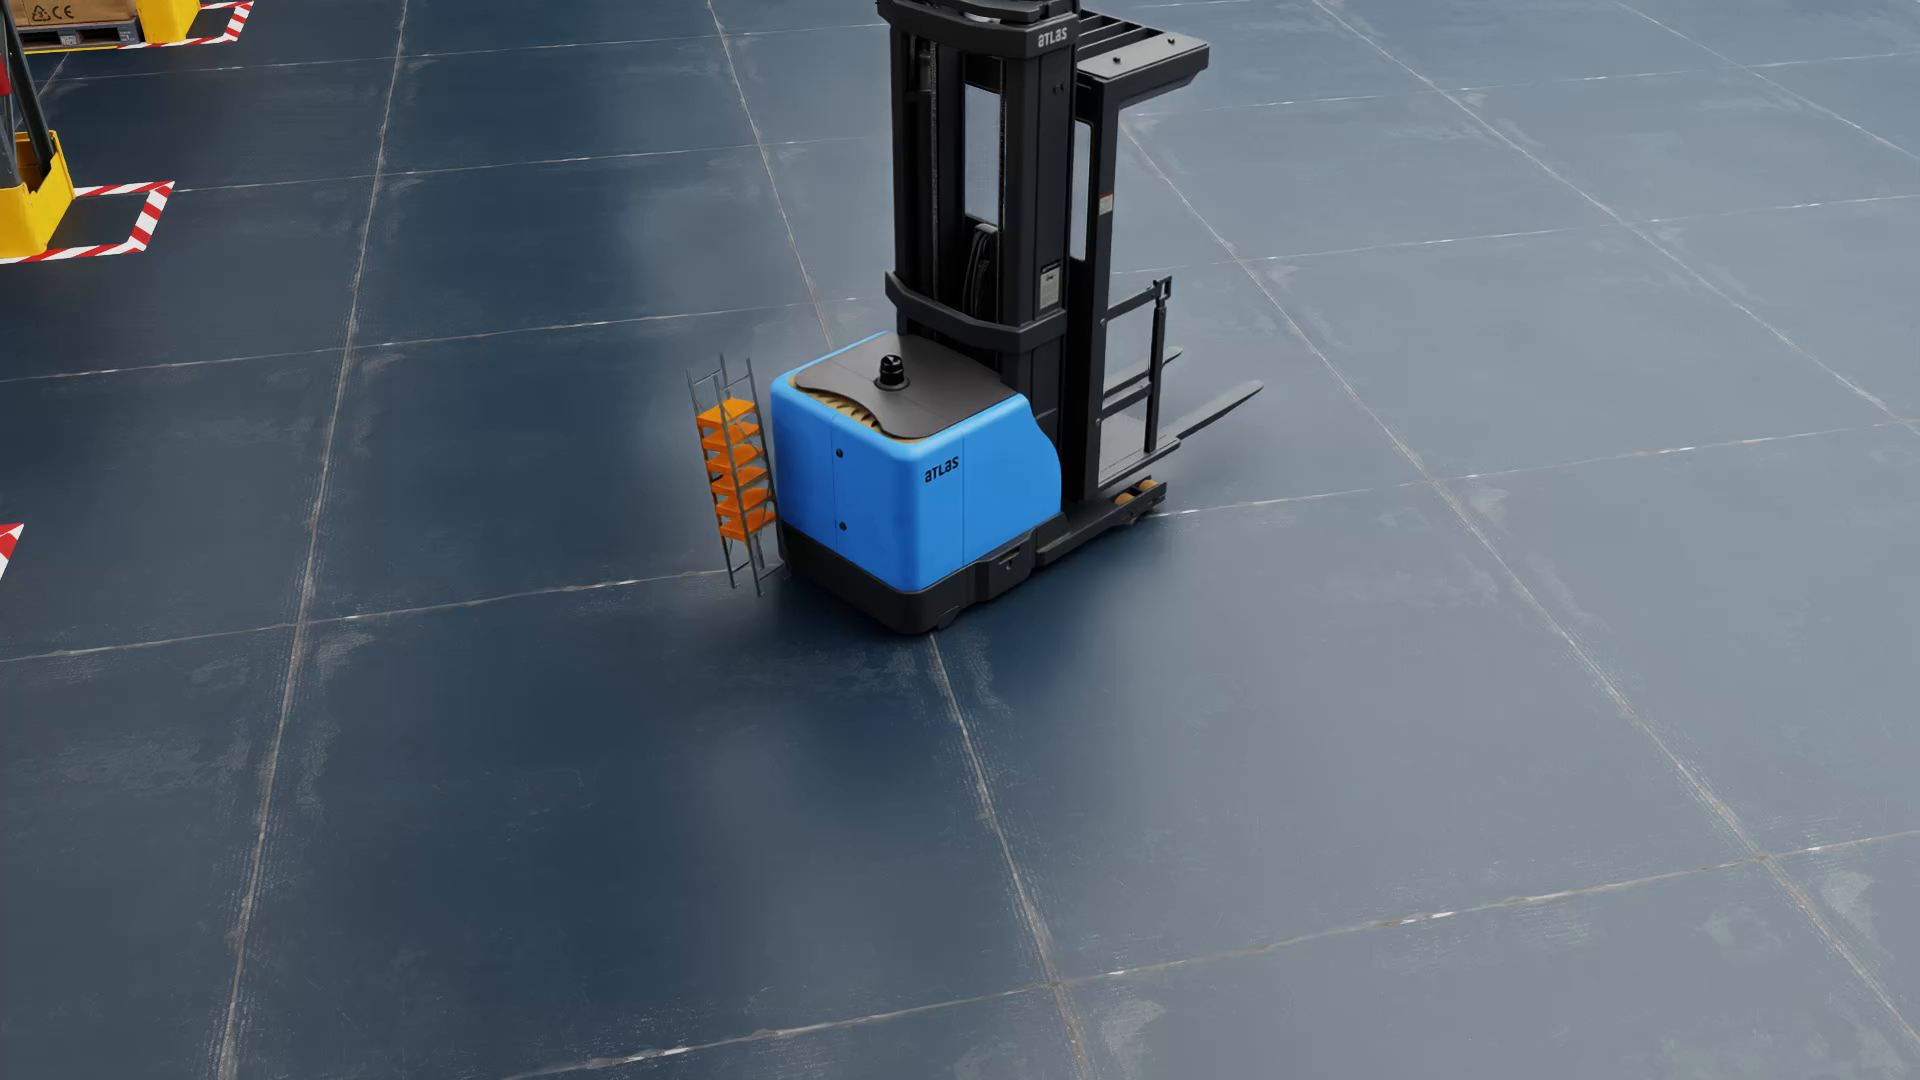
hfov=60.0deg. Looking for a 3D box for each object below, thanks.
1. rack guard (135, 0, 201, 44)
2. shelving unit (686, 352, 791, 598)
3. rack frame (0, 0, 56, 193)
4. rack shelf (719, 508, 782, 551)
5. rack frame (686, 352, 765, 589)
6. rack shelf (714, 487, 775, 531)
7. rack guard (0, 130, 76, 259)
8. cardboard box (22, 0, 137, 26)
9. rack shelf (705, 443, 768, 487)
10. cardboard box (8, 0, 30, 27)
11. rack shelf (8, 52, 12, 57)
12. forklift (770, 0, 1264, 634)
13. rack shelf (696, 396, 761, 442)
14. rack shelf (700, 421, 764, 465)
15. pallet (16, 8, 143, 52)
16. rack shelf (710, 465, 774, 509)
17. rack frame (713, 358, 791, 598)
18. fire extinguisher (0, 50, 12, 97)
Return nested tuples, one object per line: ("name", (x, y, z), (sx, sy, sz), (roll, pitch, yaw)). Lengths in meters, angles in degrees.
("rack guard", (-7.675, -5.236, 16.104), (0.348, 0.500, 1.175), (-7, 35, -11))
("shelving unit", (-1.071, -0.307, 8.115), (0.189, 1.200, 0.258), (15, 36, 36))
("rack frame", (-6.702, -3.563, 11.368), (0.127, 3.000, 1.000), (-7, 35, -11))
("rack shelf", (-1.039, -0.059, 8.252), (0.180, 0.103, 0.258), (15, 36, 36))
("rack frame", (-1.143, -0.326, 8.169), (0.006, 1.200, 0.240), (15, 36, 36))
("rack shelf", (-1.053, -0.163, 8.194), (0.180, 0.103, 0.258), (15, 36, 36))
("rack guard", (-6.777, -2.516, 12.050), (0.348, 0.500, 1.175), (-7, 35, -11))
("cardboard box", (-8.345, -5.444, 15.701), (0.875, 0.875, 0.875), (-7, 34, -10))
("rack shelf", (-1.080, -0.372, 8.079), (0.180, 0.103, 0.258), (15, 36, 36))
("cardboard box", (-9.203, -5.335, 15.538), (0.875, 0.875, 0.875), (-8, 35, -11))
("rack shelf", (-8.653, -3.019, 11.202), (4.000, 0.370, 1.077), (-7, 35, -11))
("forklift", (0.470, -1.482, 8.328), (3.031, 2.935, 1.130), (-29, 43, -36))
("rack shelf", (-1.107, -0.581, 7.964), (0.180, 0.103, 0.258), (15, 36, 36))
("rack shelf", (-1.094, -0.477, 8.022), (0.180, 0.103, 0.258), (15, 36, 36))
("pallet", (-8.461, -4.973, 15.971), (1.213, 0.211, 1.003), (-7, 35, -11))
("rack shelf", (-1.066, -0.268, 8.137), (0.180, 0.103, 0.258), (15, 36, 36))
("rack frame", (-1.000, -0.287, 8.062), (0.006, 1.200, 0.240), (15, 36, 36))
("fire extinguisher", (-6.489, -3.295, 11.037), (0.183, 0.674, 0.296), (-7, 35, -11))
